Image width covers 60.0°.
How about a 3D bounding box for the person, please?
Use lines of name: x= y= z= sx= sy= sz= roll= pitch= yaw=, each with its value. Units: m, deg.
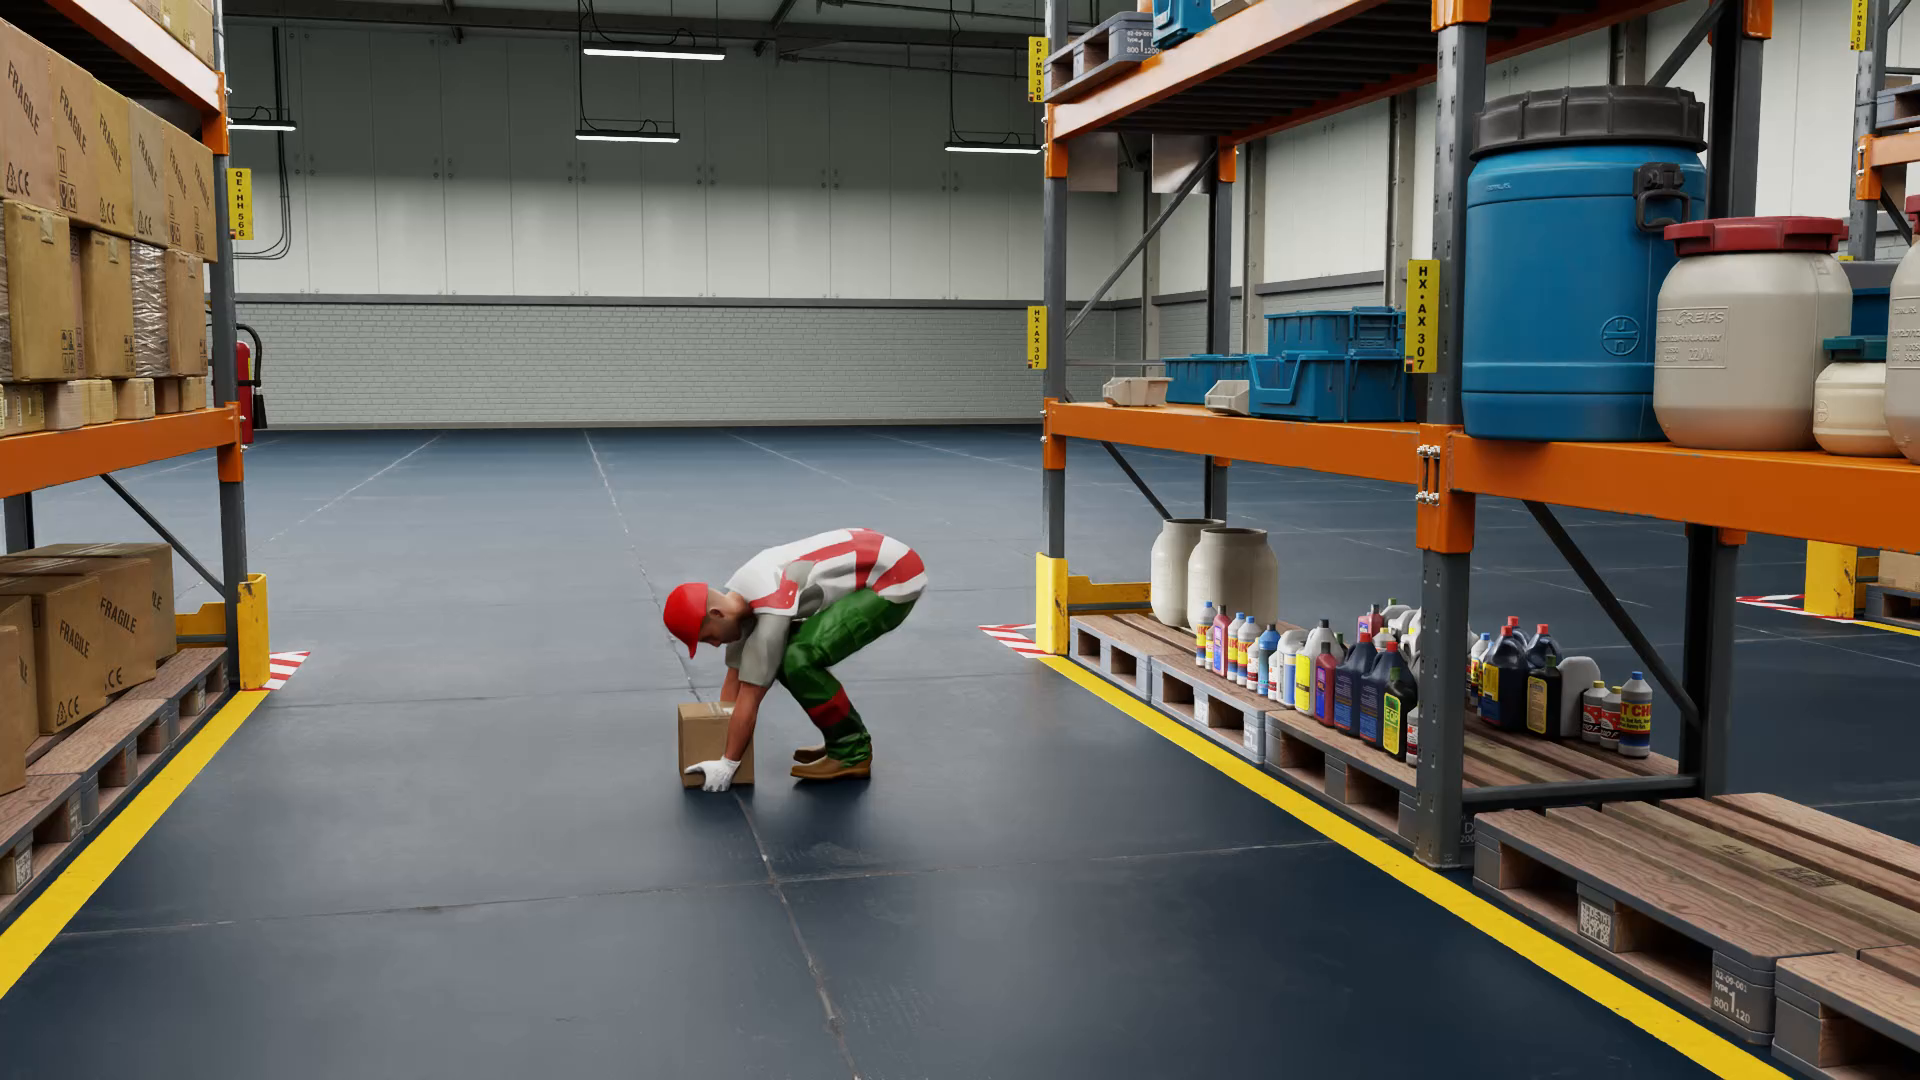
person: x=-0.597 y=0.423 z=6.072 sx=0.956 sy=0.915 sz=0.526 roll=-2 pitch=6 yaw=-16
